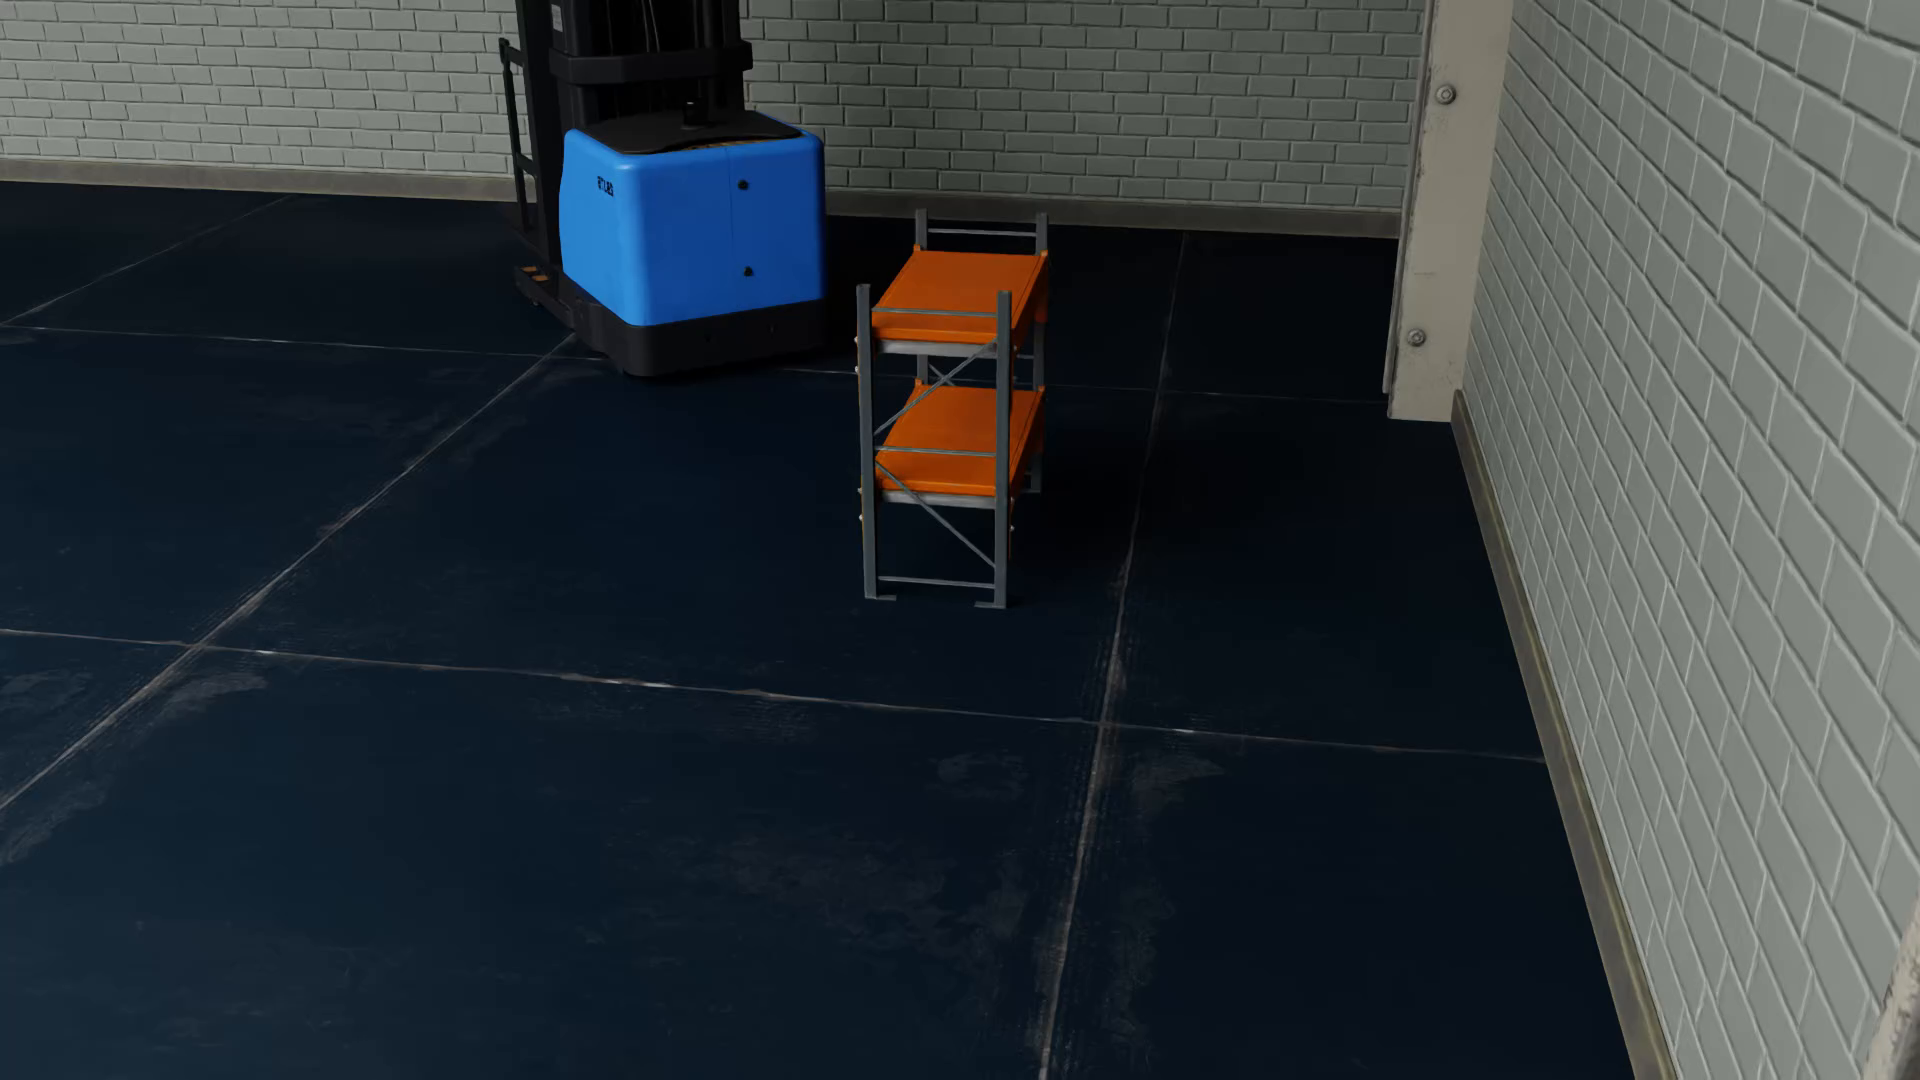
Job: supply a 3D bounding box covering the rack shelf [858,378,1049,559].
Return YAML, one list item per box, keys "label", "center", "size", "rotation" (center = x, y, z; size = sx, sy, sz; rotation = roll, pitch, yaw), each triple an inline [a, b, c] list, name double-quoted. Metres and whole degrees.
- label: "rack shelf"
  center: [-0.001, -0.285, 6.109]
  size: [0.538, 0.278, 1.000]
  rotation: [4, 25, 9]

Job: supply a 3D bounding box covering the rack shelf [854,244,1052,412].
- label: "rack shelf"
  center: [-0.001, -0.772, 5.881]
  size: [0.538, 0.278, 1.000]
  rotation: [4, 25, 9]

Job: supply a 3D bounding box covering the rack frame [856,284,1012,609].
- label: "rack frame"
  center: [-0.084, -0.294, 5.551]
  size: [0.500, 1.125, 0.032]
  rotation: [4, 25, 9]

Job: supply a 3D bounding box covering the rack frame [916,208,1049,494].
- label: "rack frame"
  center: [0.082, -0.719, 6.460]
  size: [0.500, 1.125, 0.032]
  rotation: [4, 25, 9]

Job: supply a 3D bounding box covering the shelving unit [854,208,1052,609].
- label: "shelving unit"
  center: [-0.001, -0.507, 6.005]
  size: [0.538, 1.125, 1.048]
  rotation: [4, 25, 9]

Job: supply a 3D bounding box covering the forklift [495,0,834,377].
- label: "forklift"
  center: [-1.779, -2.669, 8.495]
  size: [1.130, 2.935, 3.031]
  rotation: [-13, 28, -26]

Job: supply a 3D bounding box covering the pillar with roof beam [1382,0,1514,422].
- label: "pillar with roof beam"
  center: [-2.158, -4.987, 6.290]
  size: [9.100, 9.000, 0.400]
  rotation: [4, 25, 9]
